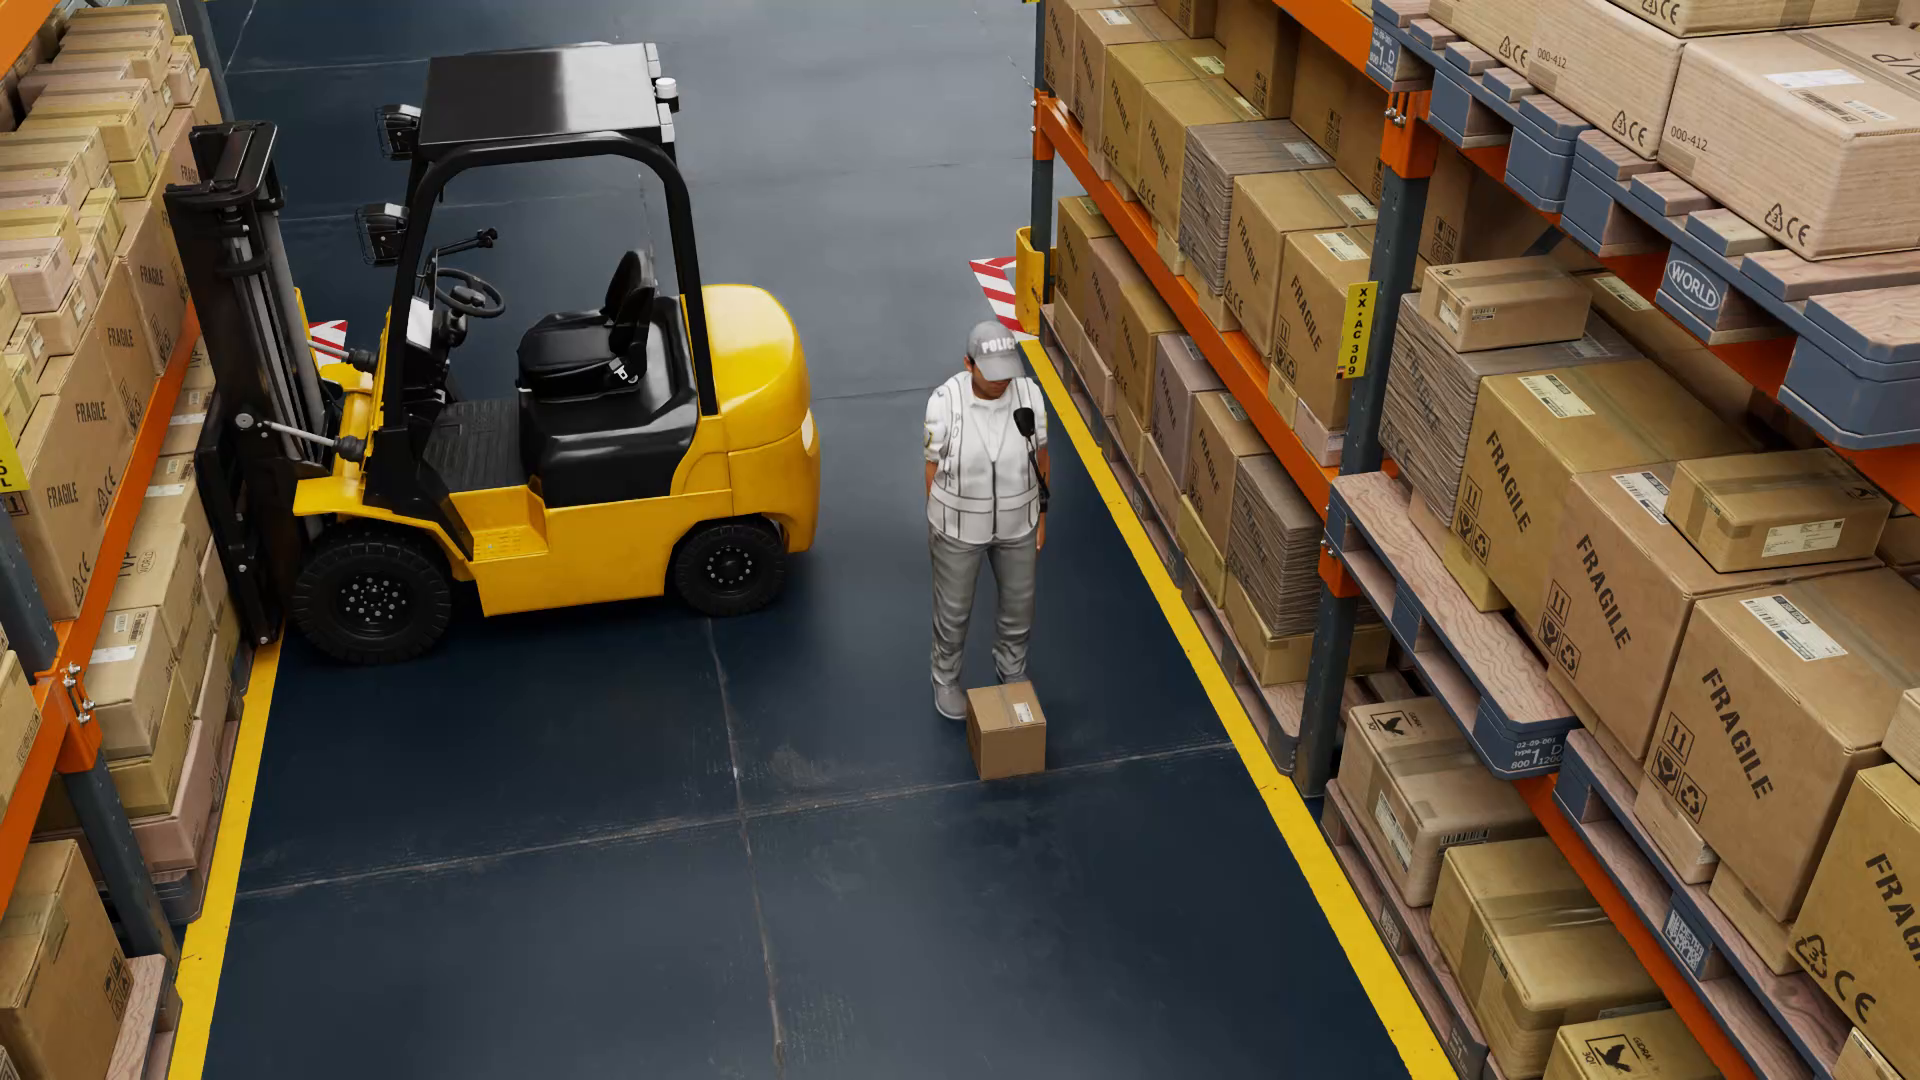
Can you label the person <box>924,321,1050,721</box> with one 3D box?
[{"bbox_3d":[0.110,-0.061,6.239,0.469,1.661,0.391,-7,35,-10],"label":"person"}]
